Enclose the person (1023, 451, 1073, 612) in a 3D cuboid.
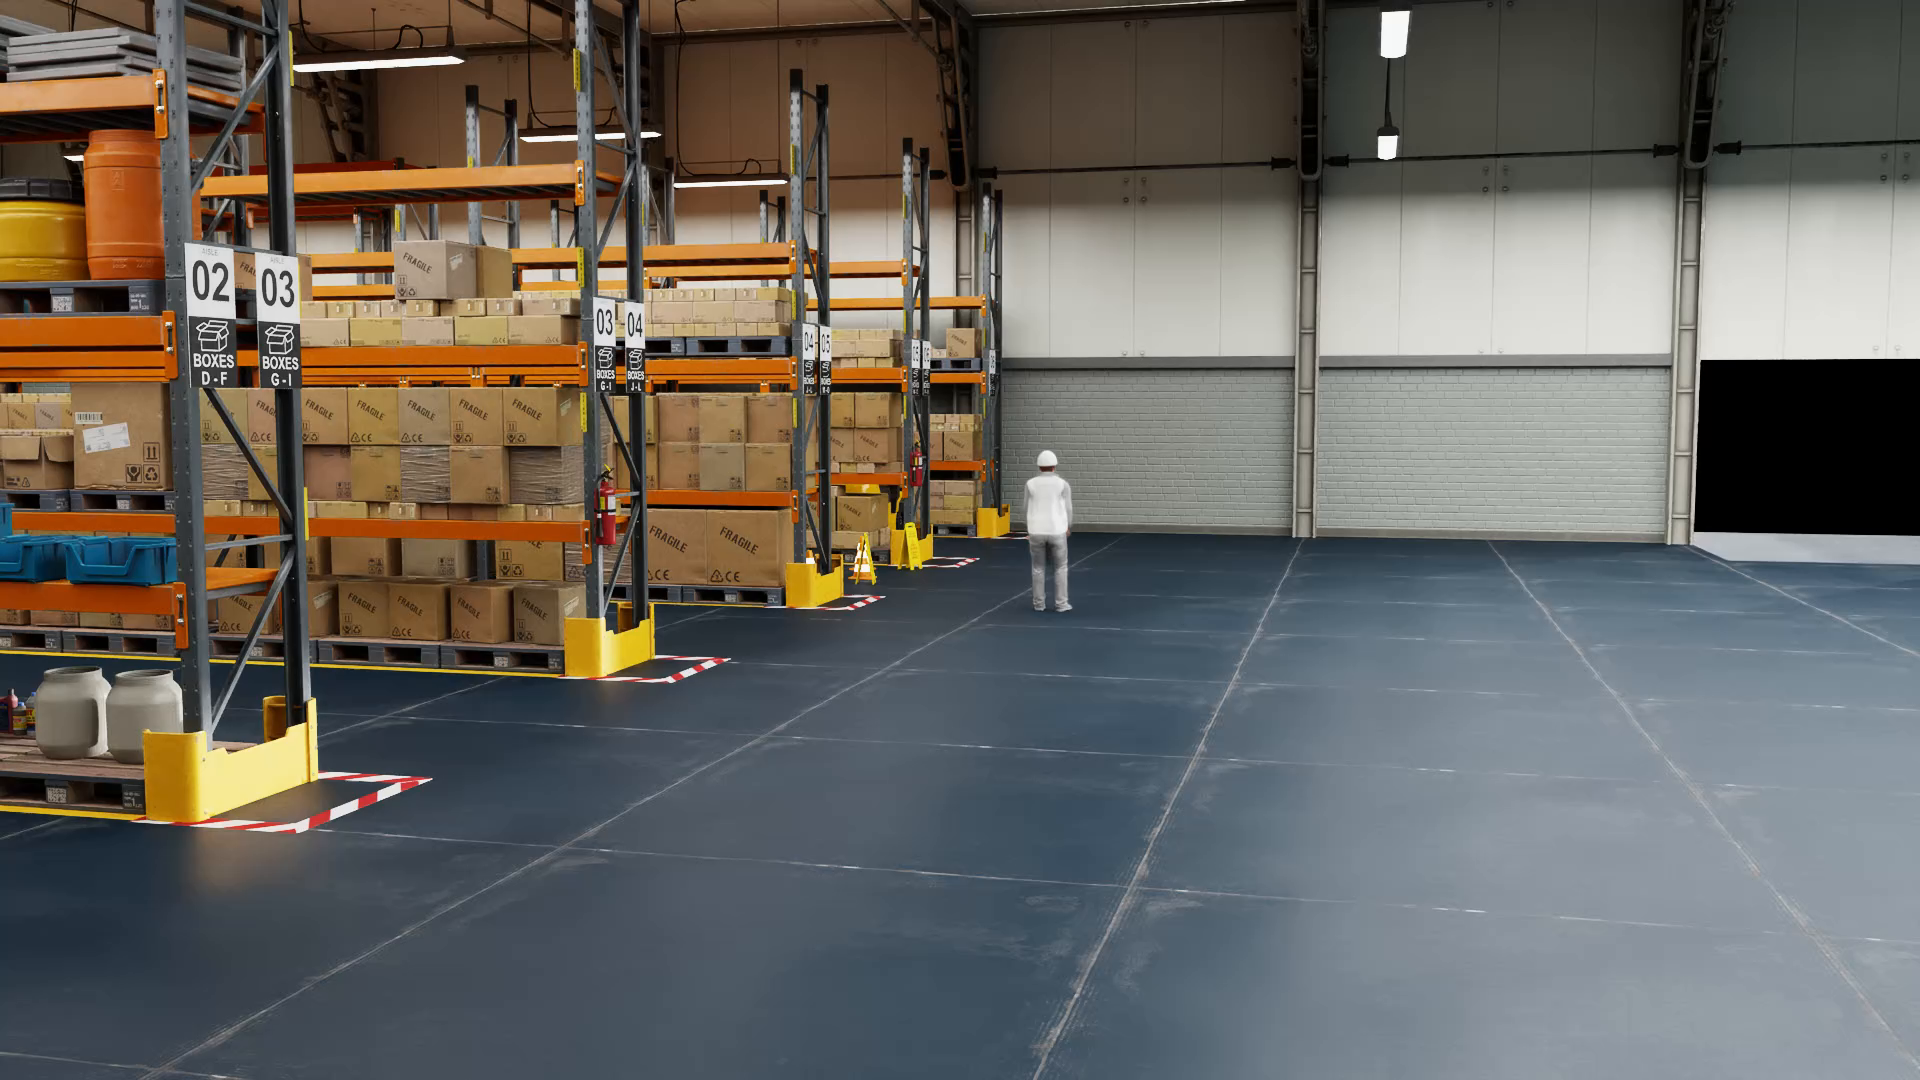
[{"bbox_3d":[0.975,-0.097,18.485,0.555,1.777,0.471,1,5,12],"label":"person"}]
